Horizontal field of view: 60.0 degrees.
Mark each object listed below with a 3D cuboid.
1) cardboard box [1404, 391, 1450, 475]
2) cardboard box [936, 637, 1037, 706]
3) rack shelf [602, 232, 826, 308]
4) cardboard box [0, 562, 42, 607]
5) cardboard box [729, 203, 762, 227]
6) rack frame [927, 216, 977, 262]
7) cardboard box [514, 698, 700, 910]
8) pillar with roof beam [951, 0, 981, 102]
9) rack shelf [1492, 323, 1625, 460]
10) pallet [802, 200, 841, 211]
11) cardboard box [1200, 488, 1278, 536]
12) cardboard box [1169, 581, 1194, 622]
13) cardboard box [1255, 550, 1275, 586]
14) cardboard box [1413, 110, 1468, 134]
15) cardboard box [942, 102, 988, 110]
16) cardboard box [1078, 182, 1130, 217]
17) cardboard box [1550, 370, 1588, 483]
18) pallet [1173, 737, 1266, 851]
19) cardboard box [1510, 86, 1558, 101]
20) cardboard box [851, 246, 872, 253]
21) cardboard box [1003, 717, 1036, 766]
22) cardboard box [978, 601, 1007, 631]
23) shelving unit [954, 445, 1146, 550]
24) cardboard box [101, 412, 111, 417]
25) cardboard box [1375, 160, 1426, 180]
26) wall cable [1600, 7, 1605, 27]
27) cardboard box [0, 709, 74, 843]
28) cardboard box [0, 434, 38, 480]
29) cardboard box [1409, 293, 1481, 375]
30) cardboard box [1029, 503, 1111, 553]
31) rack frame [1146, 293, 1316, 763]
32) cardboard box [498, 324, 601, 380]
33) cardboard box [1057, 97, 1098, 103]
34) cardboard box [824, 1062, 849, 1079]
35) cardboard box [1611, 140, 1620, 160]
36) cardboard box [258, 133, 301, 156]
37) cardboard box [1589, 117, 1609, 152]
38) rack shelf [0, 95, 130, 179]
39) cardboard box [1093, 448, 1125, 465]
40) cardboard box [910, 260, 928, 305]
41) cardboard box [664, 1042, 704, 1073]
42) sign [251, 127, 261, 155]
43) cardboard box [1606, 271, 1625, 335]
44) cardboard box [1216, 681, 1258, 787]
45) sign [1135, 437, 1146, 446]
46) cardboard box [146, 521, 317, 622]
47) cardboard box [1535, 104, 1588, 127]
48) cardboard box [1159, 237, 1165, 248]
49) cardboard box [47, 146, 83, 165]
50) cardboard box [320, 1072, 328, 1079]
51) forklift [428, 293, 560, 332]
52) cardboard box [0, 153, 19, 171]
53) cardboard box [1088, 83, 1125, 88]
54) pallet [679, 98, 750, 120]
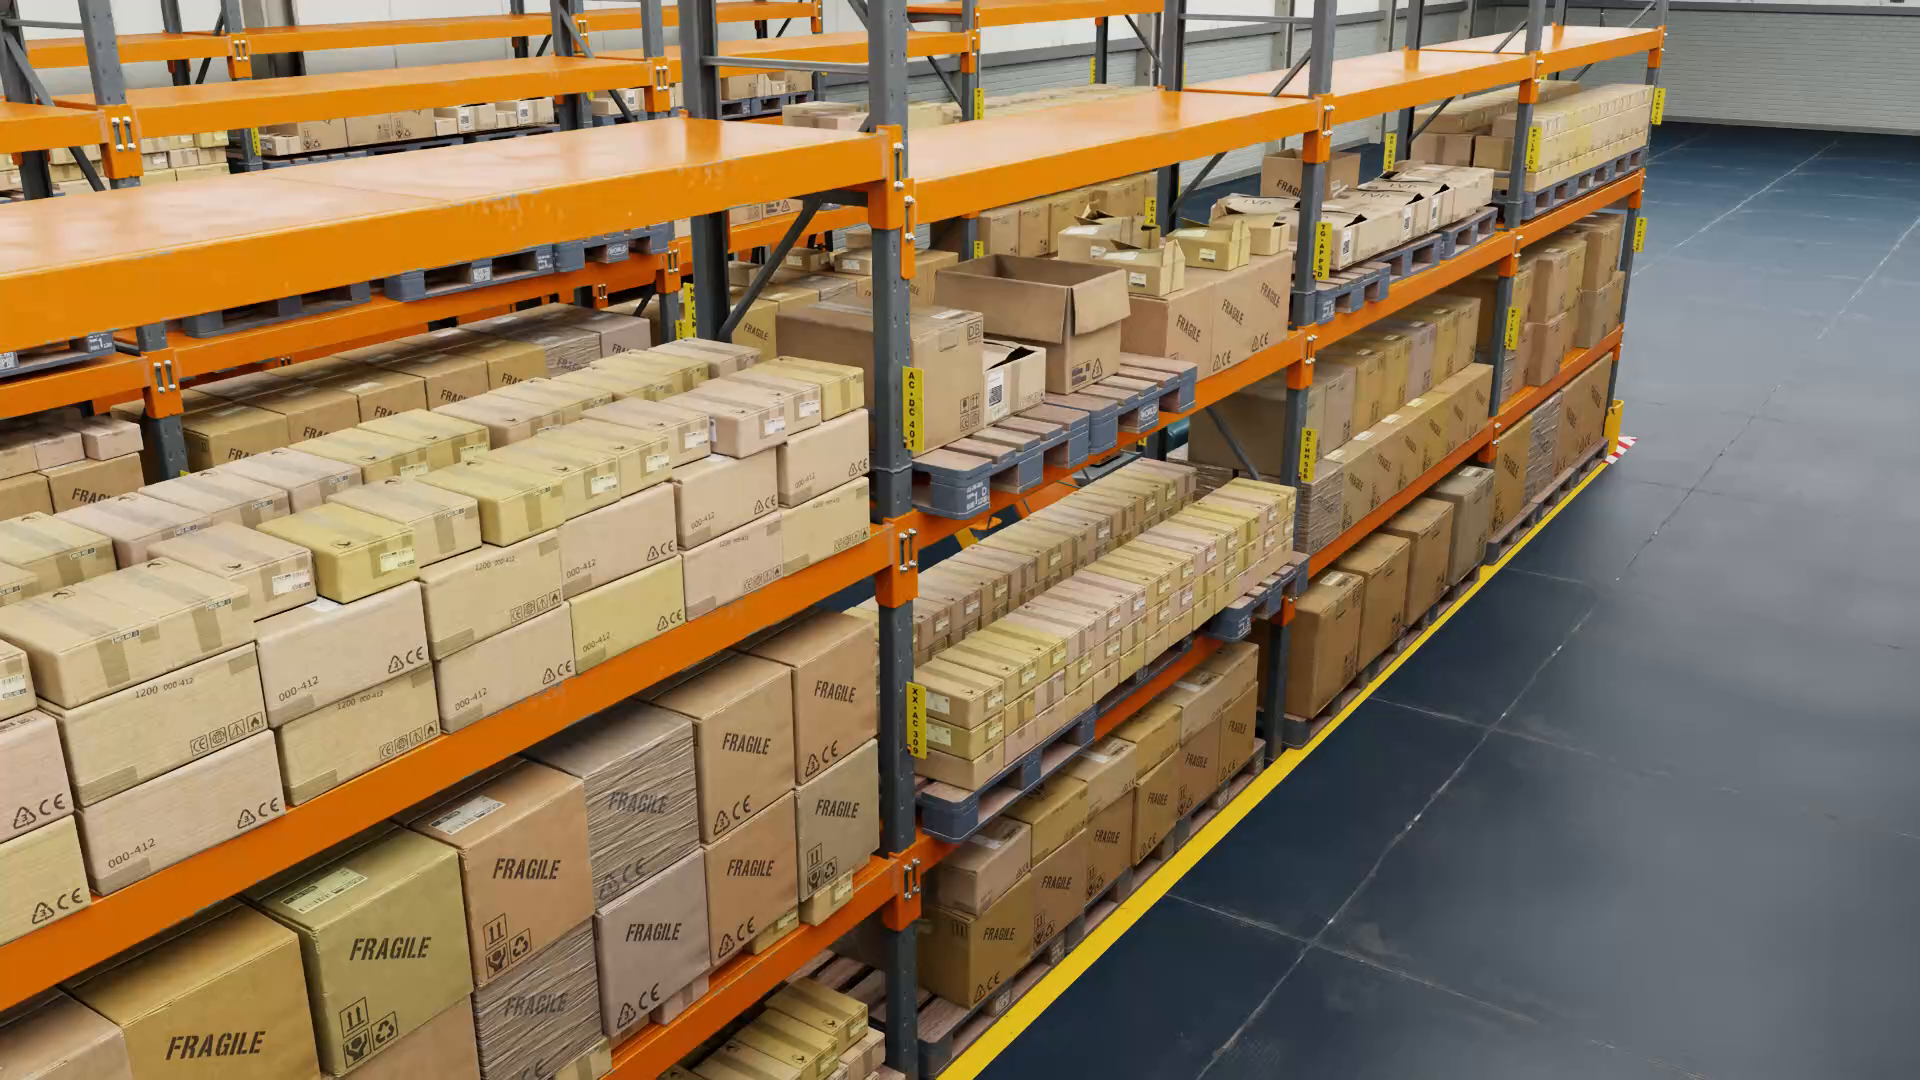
[{"bbox_3d":[3.222,-0.806,12.123,0.500,0.500,0.500,14,24,32],"label":"cardboard box"},{"bbox_3d":[0.118,0.582,7.415,0.380,0.149,0.250,14,25,33],"label":"cardboard box"},{"bbox_3d":[-3.272,-3.390,20.291,1.077,0.370,4.000,13,24,32],"label":"rack shelf"},{"bbox_3d":[-2.577,0.156,4.263,0.380,0.149,0.250,12,24,30],"label":"cardboard box"},{"bbox_3d":[-1.996,-2.763,13.091,0.700,0.500,0.500,13,24,32],"label":"cardboard box"},{"bbox_3d":[-0.289,-2.187,16.001,1.000,3.000,0.127,13,24,32],"label":"rack frame"},{"bbox_3d":[-1.261,0.870,5.721,0.500,0.500,0.500,14,24,33],"label":"cardboard box"},{"bbox_3d":[3.649,-7.973,22.997,9.100,9.000,0.400,13,24,32],"label":"pillar with roof beam"},{"bbox_3d":[4.986,-1.487,15.146,1.077,0.370,4.000,13,24,32],"label":"rack shelf"},{"bbox_3d":[-1.304,-3.051,14.285,1.213,0.211,1.003,13,24,32],"label":"pallet"},{"bbox_3d":[1.574,-0.160,9.419,0.380,0.149,0.250,13,24,31],"label":"cardboard box"},{"bbox_3d":[0.989,0.279,8.661,0.380,0.149,0.250,14,24,33],"label":"cardboard box"},{"bbox_3d":[1.575,0.120,9.521,0.380,0.149,0.250,13,24,32],"label":"cardboard box"},{"bbox_3d":[3.804,-3.325,13.216,0.380,0.149,0.250,13,24,31],"label":"cardboard box"},{"bbox_3d":[0.049,-4.230,16.414,0.380,0.149,0.250,14,25,33],"label":"cardboard box"},{"bbox_3d":[1.361,-3.491,17.512,0.700,0.500,0.500,13,24,31],"label":"cardboard box"},{"bbox_3d":[5.291,-1.138,15.624,0.875,0.875,0.875,13,24,31],"label":"cardboard box"},{"bbox_3d":[1.173,1.429,10.245,1.003,0.211,1.213,13,24,32],"label":"pallet"},{"bbox_3d":[5.232,-4.054,15.188,0.380,0.149,0.250,14,24,32],"label":"cardboard box"},{"bbox_3d":[-0.738,-2.498,14.728,0.380,0.149,0.250,12,24,30],"label":"cardboard box"},{"bbox_3d":[0.118,0.862,7.516,0.380,0.149,0.250,14,24,33],"label":"cardboard box"},{"bbox_3d":[0.012,0.373,8.408,0.380,0.149,0.250,12,23,29],"label":"cardboard box"},{"bbox_3d":[0.739,-0.529,13.899,1.500,0.587,1.083,-29,1,37],"label":"shelving unit"},{"bbox_3d":[-7.670,-1.028,14.932,0.380,0.149,0.250,12,23,29],"label":"cardboard box"},{"bbox_3d":[3.316,-2.714,12.546,0.258,0.266,0.396,13,24,31],"label":"cardboard box"},{"bbox_3d":[16.330,-14.830,46.009,3.097,2.526,0.112,13,24,32],"label":"wall cable"},{"bbox_3d":[-2.416,0.543,3.792,0.500,0.250,0.500,14,24,33],"label":"cardboard box"},{"bbox_3d":[-5.082,-0.437,8.750,0.380,0.149,0.250,13,24,32],"label":"cardboard box"},{"bbox_3d":[3.588,-1.623,12.891,0.700,0.500,0.500,13,24,31],"label":"cardboard box"},{"bbox_3d":[0.603,-0.065,9.164,0.380,0.149,0.250,15,25,34],"label":"cardboard box"},{"bbox_3d":[1.613,-0.103,10.367,1.000,3.000,0.127,13,24,32],"label":"rack frame"},{"bbox_3d":[-2.893,-1.207,11.766,0.500,0.500,0.500,14,24,33],"label":"cardboard box"},{"bbox_3d":[1.180,-4.397,16.864,0.380,0.149,0.250,14,24,33],"label":"cardboard box"},{"bbox_3d":[-0.691,2.278,7.006,0.380,0.149,0.250,12,23,29],"label":"cardboard box"},{"bbox_3d":[5.632,-3.478,14.779,0.380,0.149,0.250,13,24,31],"label":"cardboard box"},{"bbox_3d":[-6.197,-3.588,15.053,0.380,0.166,0.250,13,24,32],"label":"cardboard box"},{"bbox_3d":[5.218,-3.492,14.242,0.500,0.250,0.500,14,24,32],"label":"cardboard box"},{"bbox_3d":[-5.910,-1.607,7.398,1.077,0.370,4.000,13,24,32],"label":"rack shelf"},{"bbox_3d":[1.200,-1.031,15.388,0.500,0.500,0.500,13,24,32],"label":"cardboard box"},{"bbox_3d":[-0.636,-2.251,14.995,0.500,0.500,0.500,13,24,32],"label":"cardboard box"},{"bbox_3d":[-1.305,2.114,7.020,0.380,0.149,0.250,13,24,31],"label":"cardboard box"},{"bbox_3d":[-6.197,-3.549,14.615,0.100,0.325,0.005,13,24,32],"label":"sign"},{"bbox_3d":[5.939,-2.353,16.235,0.875,0.550,0.550,13,24,32],"label":"cardboard box"},{"bbox_3d":[1.460,1.112,10.080,0.500,0.500,0.500,13,24,32],"label":"cardboard box"},{"bbox_3d":[1.153,-0.753,10.456,0.100,0.325,0.005,13,24,32],"label":"sign"},{"bbox_3d":[-1.947,0.088,4.447,0.380,0.149,0.250,14,25,33],"label":"cardboard box"},{"bbox_3d":[4.919,-3.489,13.659,0.380,0.149,0.250,14,24,32],"label":"cardboard box"},{"bbox_3d":[1.072,-1.445,9.527,0.500,0.500,0.500,13,24,32],"label":"cardboard box"},{"bbox_3d":[-7.322,-3.141,13.468,0.380,0.149,0.250,13,24,32],"label":"cardboard box"},{"bbox_3d":[-2.123,1.773,4.724,0.500,0.500,0.500,13,24,32],"label":"cardboard box"},{"bbox_3d":[-3.915,-1.536,14.341,1.130,2.935,3.031,-1,20,-3],"label":"forklift"},{"bbox_3d":[-7.545,-2.984,13.017,0.380,0.149,0.250,13,24,32],"label":"cardboard box"},{"bbox_3d":[1.591,-4.936,18.321,0.380,0.149,0.250,13,24,31],"label":"cardboard box"},{"bbox_3d":[-3.251,-5.118,19.728,1.003,0.211,1.213,13,24,32],"label":"pallet"}]
